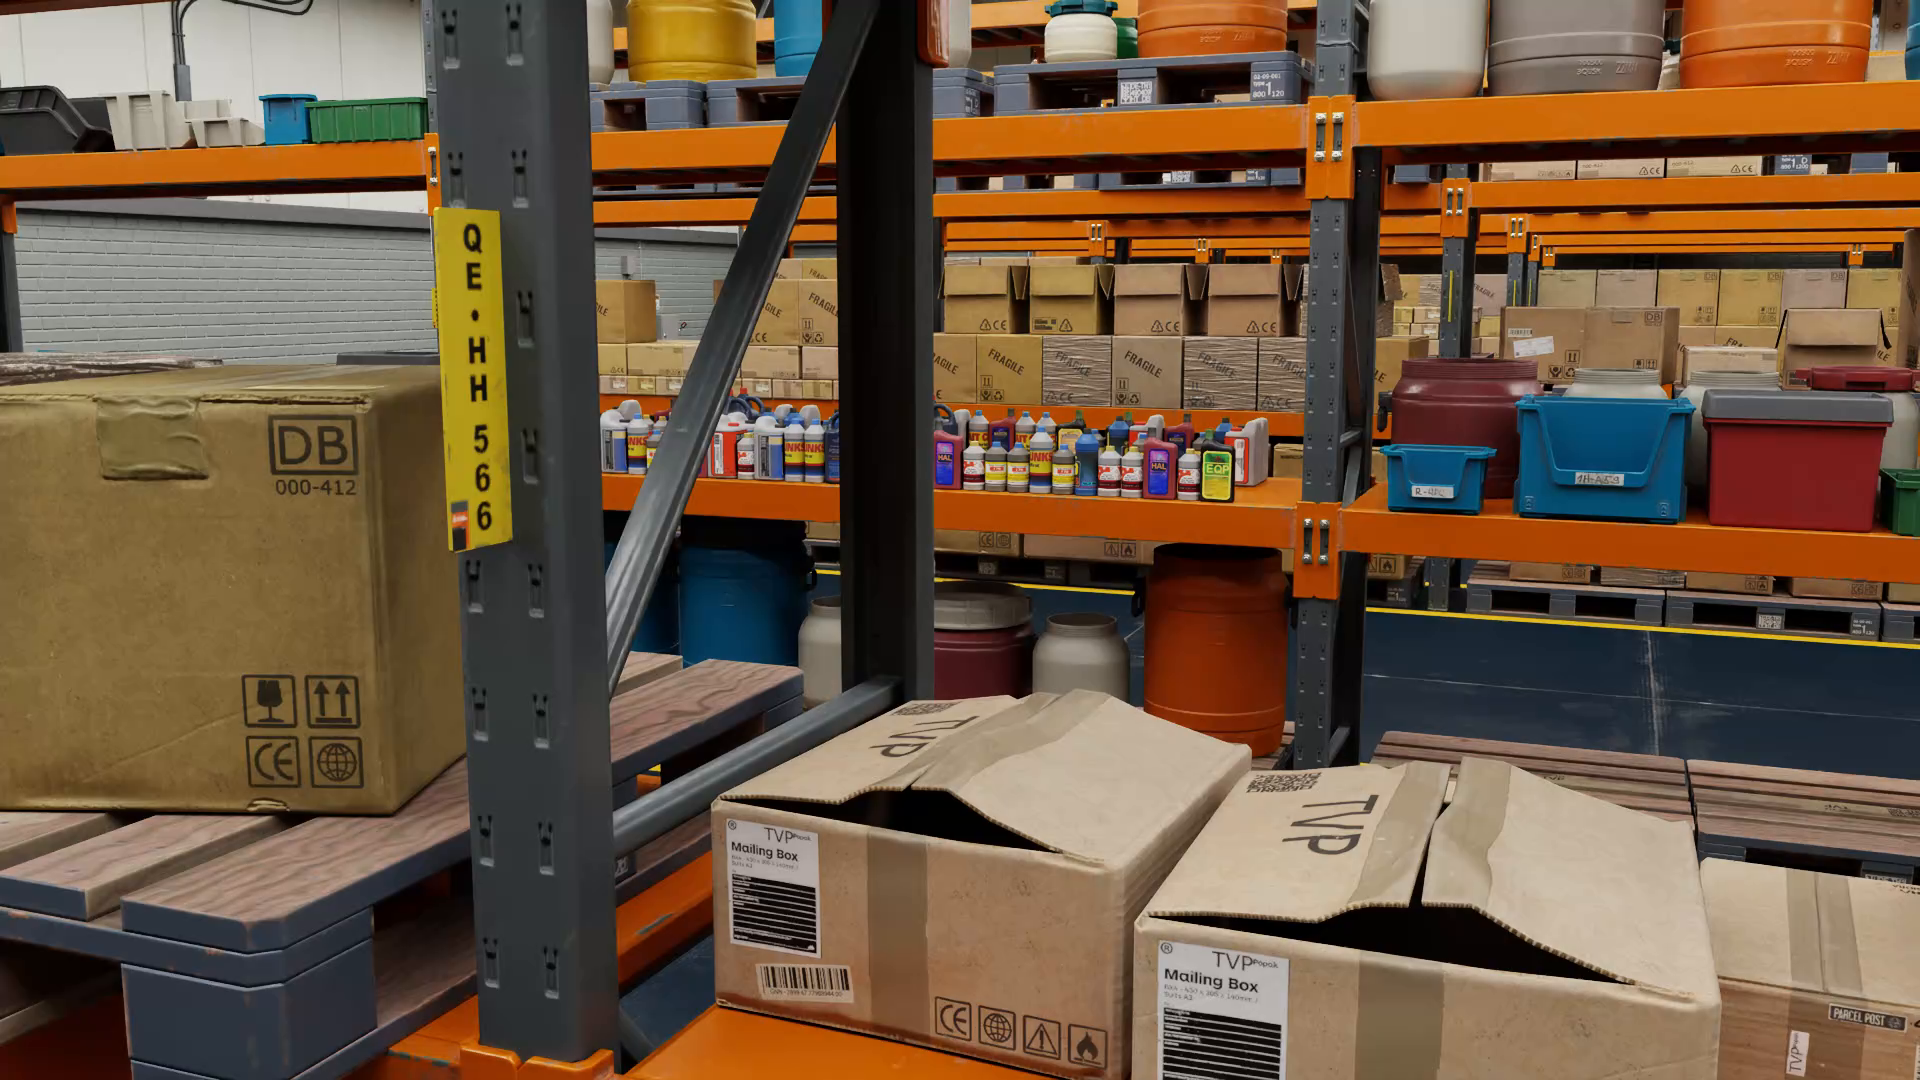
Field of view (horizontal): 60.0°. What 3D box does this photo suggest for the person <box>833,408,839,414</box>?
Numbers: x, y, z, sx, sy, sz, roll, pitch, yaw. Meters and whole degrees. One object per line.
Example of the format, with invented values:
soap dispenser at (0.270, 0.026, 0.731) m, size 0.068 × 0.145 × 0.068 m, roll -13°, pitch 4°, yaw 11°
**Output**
person at (-0.446, -0.173, 9.410) m, size 0.495 × 1.787 × 0.554 m, roll 3°, pitch 9°, yaw 20°
